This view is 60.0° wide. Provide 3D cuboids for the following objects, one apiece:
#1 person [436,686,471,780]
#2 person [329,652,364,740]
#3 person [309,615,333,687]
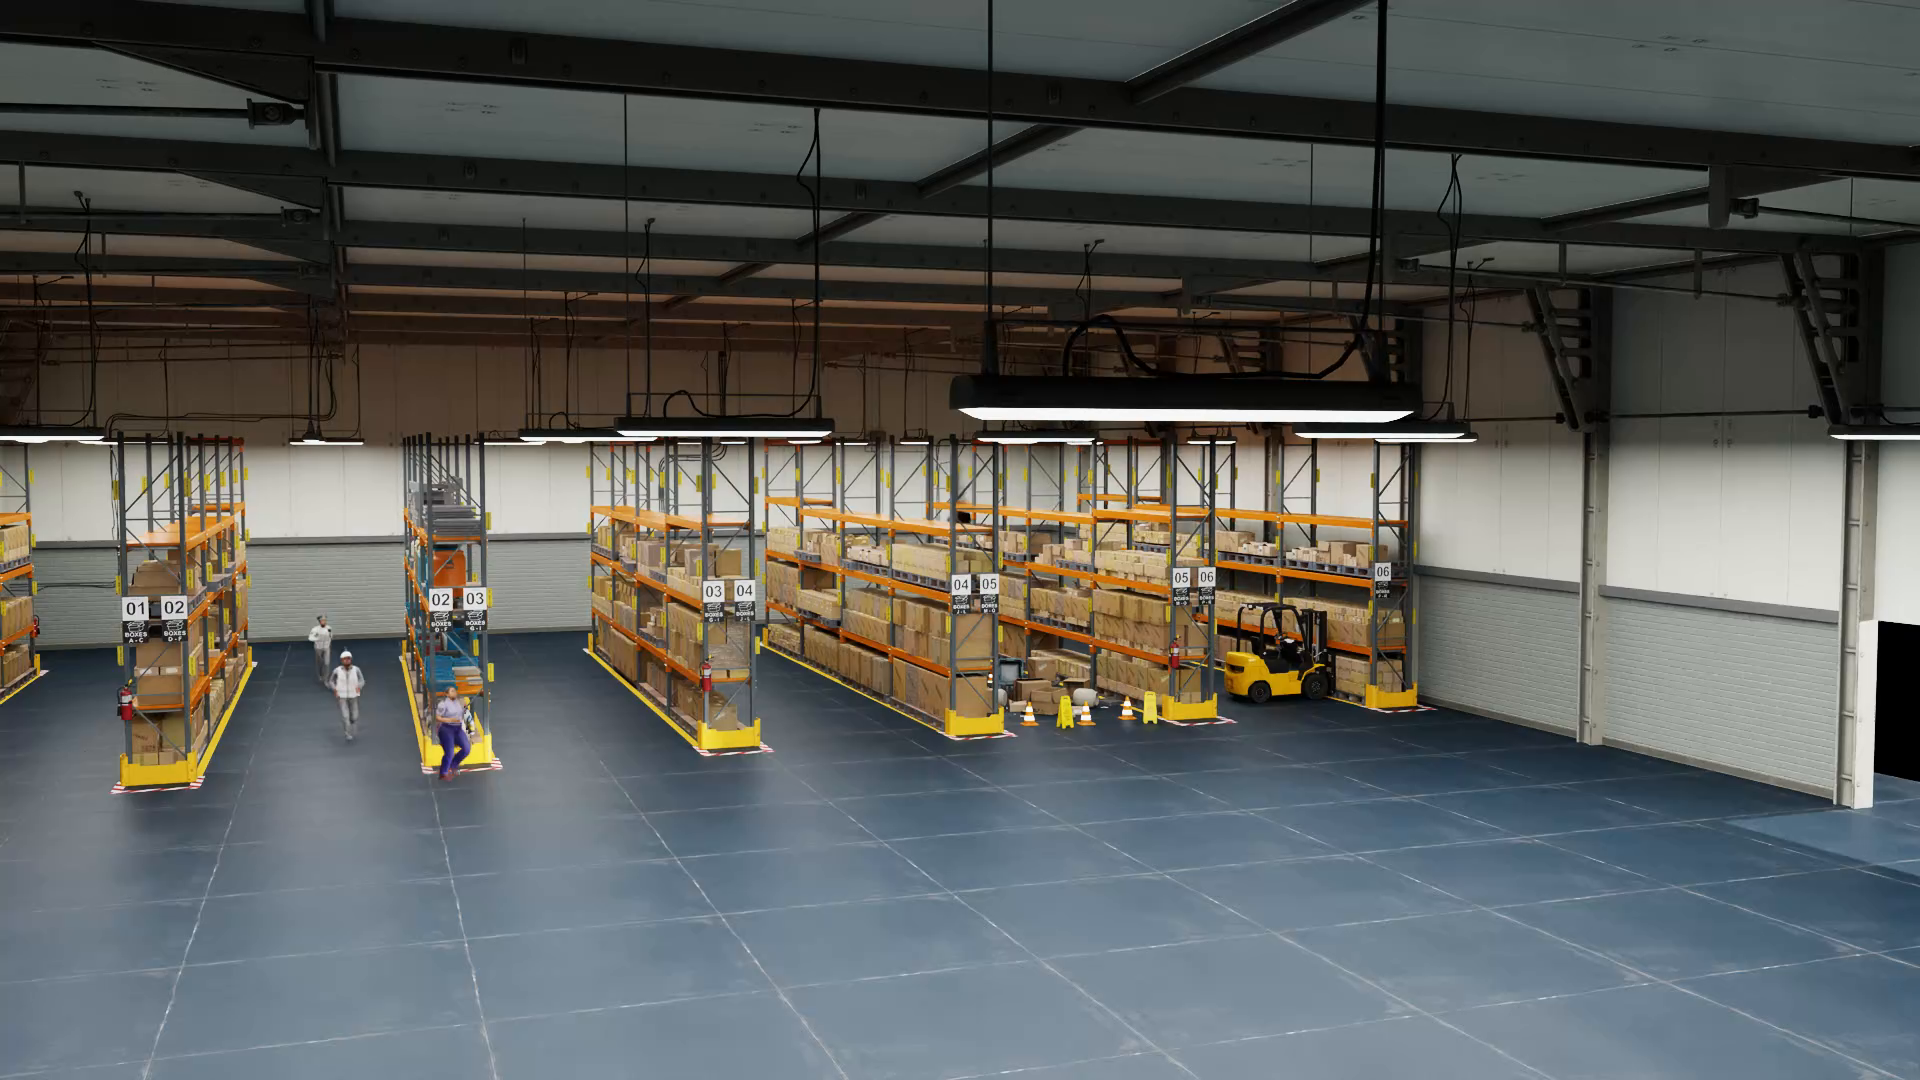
[{"bbox_3d":[-8.726,3.326,28.663,0.563,1.629,0.619,2,4,29],"label":"person"},{"bbox_3d":[-12.021,3.048,32.615,0.654,1.731,0.646,-1,3,-25],"label":"person"},{"bbox_3d":[-15.386,2.657,40.070,0.588,1.732,0.847,-2,4,-31],"label":"person"}]
